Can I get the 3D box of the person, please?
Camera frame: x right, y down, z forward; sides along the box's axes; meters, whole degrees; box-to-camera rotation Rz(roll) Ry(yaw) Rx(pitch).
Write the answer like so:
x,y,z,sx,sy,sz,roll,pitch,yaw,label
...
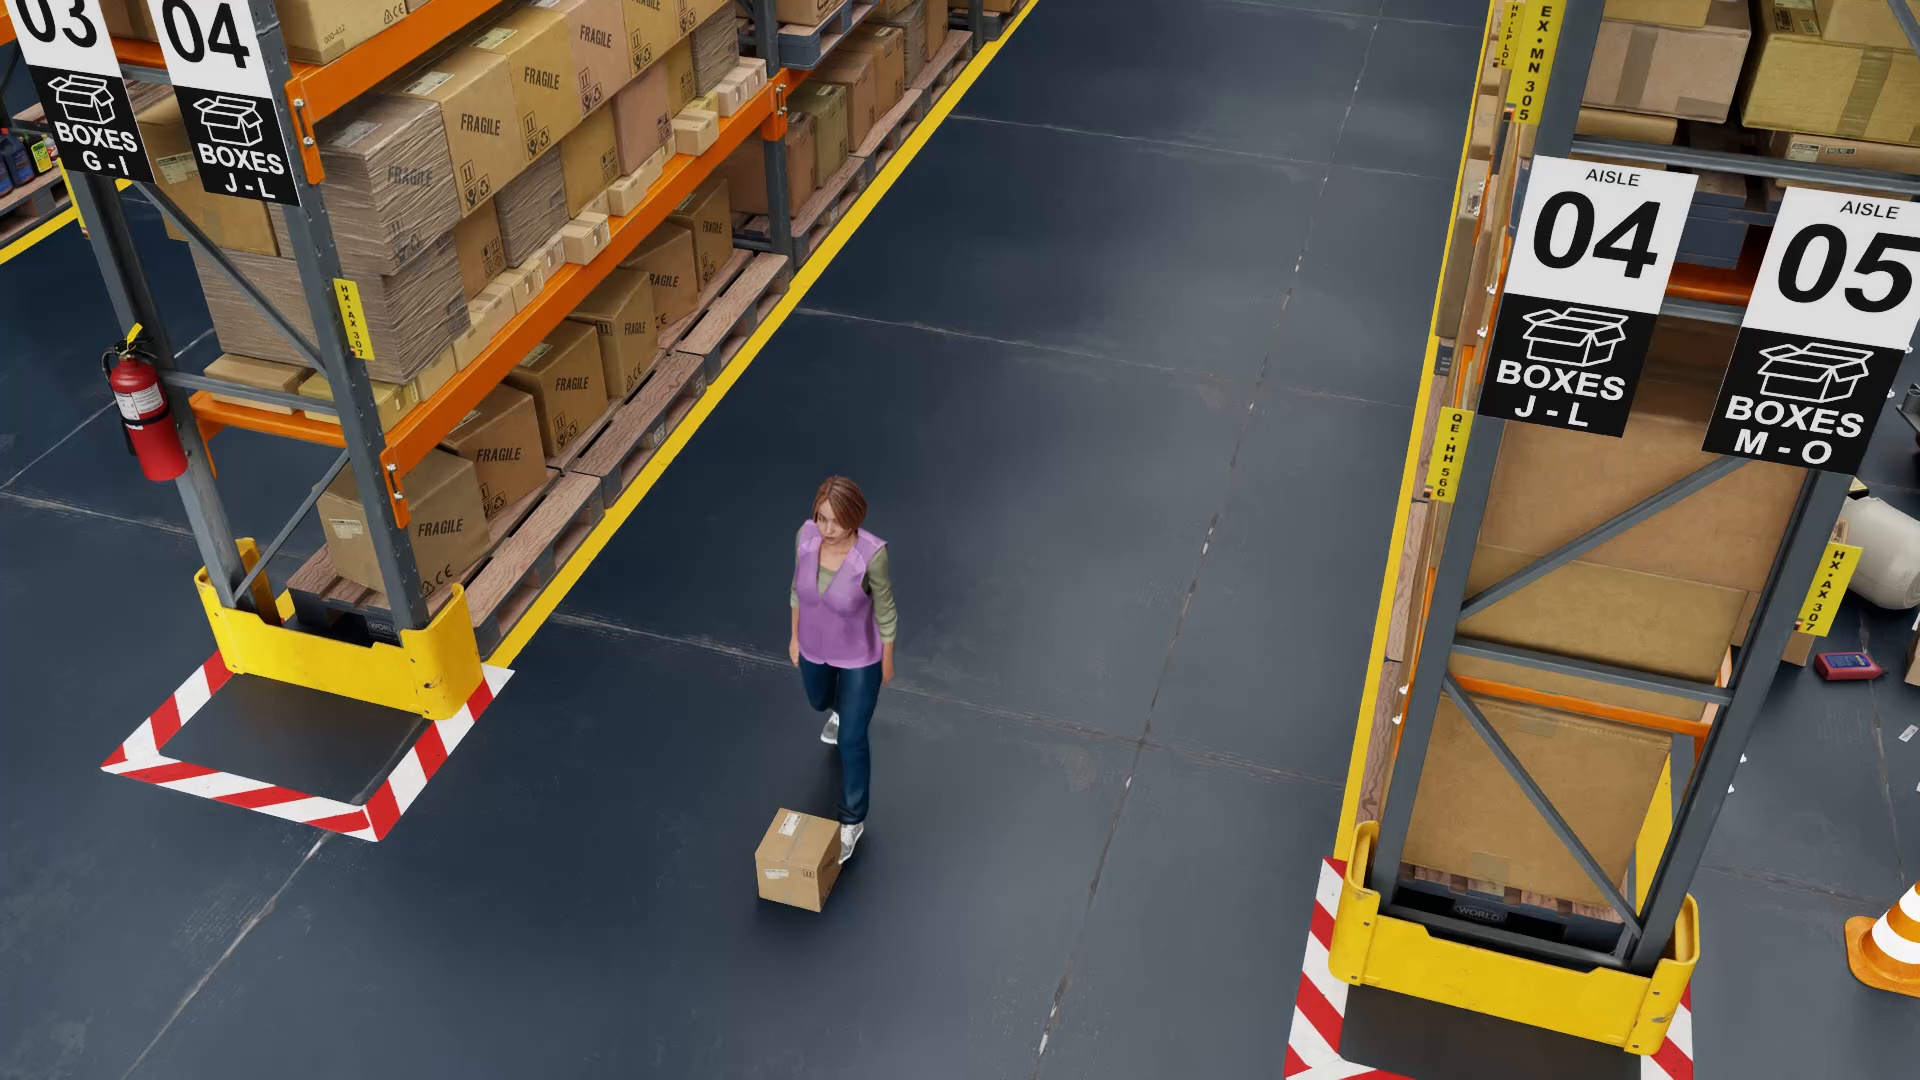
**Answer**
x,y,z,sx,sy,sz,roll,pitch,yaw,label
-0.479,0.489,6.425,0.414,1.346,0.803,16,40,20,person
